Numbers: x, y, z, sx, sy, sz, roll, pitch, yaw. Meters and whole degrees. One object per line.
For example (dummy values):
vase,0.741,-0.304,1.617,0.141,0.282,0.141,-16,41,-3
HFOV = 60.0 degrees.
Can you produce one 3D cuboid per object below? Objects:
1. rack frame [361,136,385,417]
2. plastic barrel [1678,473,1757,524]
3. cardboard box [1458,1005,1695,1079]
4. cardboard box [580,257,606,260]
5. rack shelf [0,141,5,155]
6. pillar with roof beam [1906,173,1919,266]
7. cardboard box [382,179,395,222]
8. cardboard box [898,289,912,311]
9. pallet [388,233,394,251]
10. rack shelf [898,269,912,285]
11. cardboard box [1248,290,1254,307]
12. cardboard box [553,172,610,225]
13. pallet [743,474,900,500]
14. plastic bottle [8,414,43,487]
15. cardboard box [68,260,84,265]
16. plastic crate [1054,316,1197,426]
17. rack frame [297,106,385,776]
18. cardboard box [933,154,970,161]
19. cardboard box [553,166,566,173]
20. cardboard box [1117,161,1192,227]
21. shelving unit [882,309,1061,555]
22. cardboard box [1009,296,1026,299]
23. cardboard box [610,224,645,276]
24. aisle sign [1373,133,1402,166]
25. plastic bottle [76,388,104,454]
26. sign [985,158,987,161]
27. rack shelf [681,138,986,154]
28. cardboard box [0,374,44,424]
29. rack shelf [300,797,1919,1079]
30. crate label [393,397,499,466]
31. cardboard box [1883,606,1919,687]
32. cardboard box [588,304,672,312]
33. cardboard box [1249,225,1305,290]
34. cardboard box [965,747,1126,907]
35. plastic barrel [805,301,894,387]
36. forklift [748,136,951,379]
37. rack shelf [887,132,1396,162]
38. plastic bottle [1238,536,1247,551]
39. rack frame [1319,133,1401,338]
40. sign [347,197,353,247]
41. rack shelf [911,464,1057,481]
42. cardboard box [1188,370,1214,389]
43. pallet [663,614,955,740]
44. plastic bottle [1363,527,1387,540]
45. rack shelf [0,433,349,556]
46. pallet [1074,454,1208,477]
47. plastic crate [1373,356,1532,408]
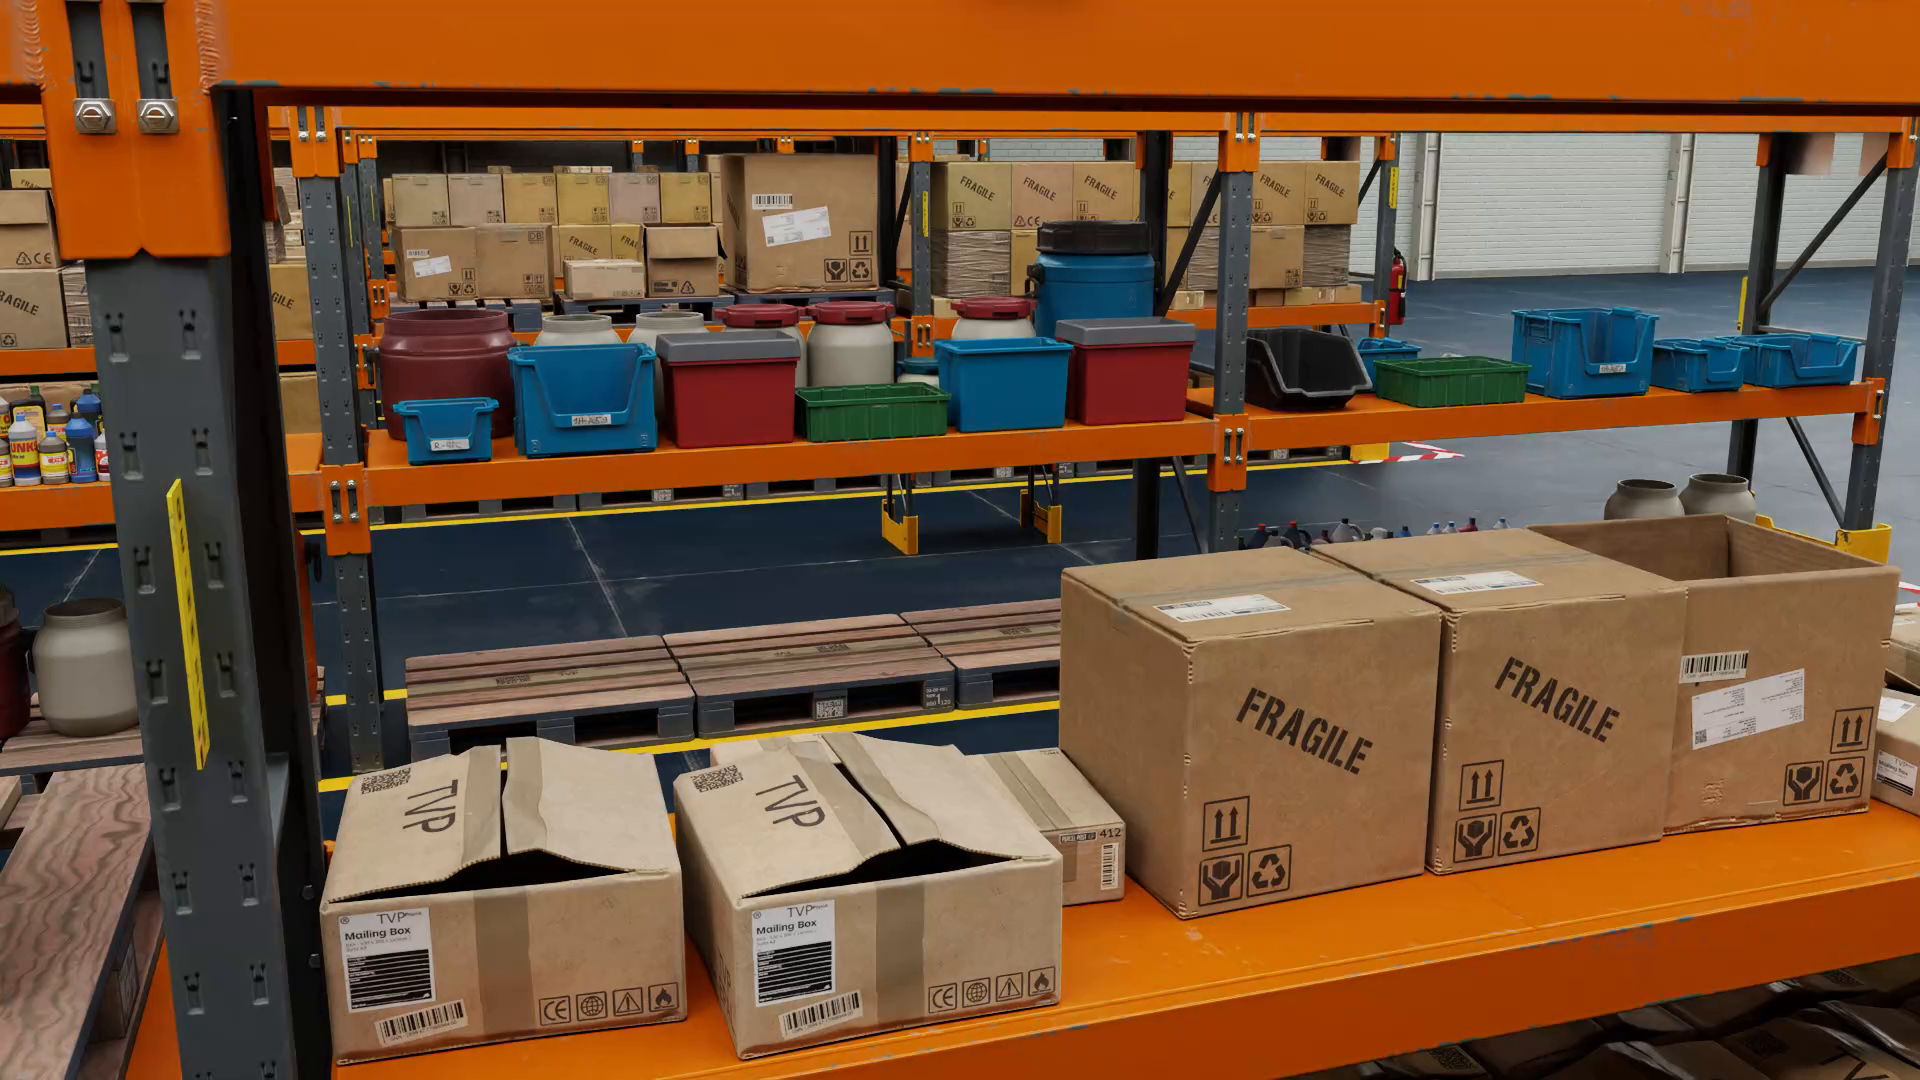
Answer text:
rack frame,-5.714,-2.764,16.282,0.127,3.000,1.000,-4,14,-18
plastic barrel,4.335,-0.102,9.558,0.421,0.512,0.421,0,13,0
cardboard box,1.282,1.119,3.777,0.500,0.311,0.500,-5,14,-20
cardboard box,-2.733,-1.990,12.411,0.258,0.266,0.396,-5,14,-20
rack shelf,-13.075,-4.509,18.690,4.000,0.370,1.077,-4,14,-18
pillar with roof beam,21.780,-9.413,31.271,0.400,9.000,9.100,-4,14,-18
cardboard box,-6.888,-4.223,20.647,0.500,0.500,0.500,-5,14,-20
cardboard box,-0.327,-1.922,13.286,0.250,0.149,0.380,-4,14,-18
pallet,-6.747,-3.825,21.157,1.003,0.211,1.213,-4,14,-18
rack shelf,-0.027,-2.857,18.227,4.000,0.370,1.077,-4,14,-18
cardboard box,2.201,-1.998,13.605,0.250,0.149,0.380,-4,14,-18
cardboard box,-3.836,-3.444,16.763,0.500,0.500,0.700,-5,14,-19
pallet,-1.174,-0.550,12.998,1.213,0.211,1.003,-4,14,-18
plastic bottle,-3.598,-0.346,6.395,0.097,0.271,0.097,0,13,0
cardboard box,-6.222,-1.628,11.288,0.500,0.500,0.500,-4,14,-18
plastic crate,0.782,-0.806,7.912,0.583,0.464,0.402,-4,14,-18
rack frame,-2.648,-0.583,7.111,0.127,3.000,1.000,-4,14,-18
cardboard box,-0.221,-5.027,22.776,0.500,0.500,0.700,-5,14,-19
cardboard box,-5.152,-4.791,21.635,0.250,0.149,0.380,-4,14,-15
cardboard box,1.489,-2.735,13.139,0.500,0.500,0.500,-4,14,-18
shelving unit,0.072,-0.735,10.993,1.083,1.500,0.587,-4,14,-18
cardboard box,0.332,-1.832,12.906,0.250,0.149,0.380,-4,14,-18
cardboard box,-3.290,-2.936,16.790,0.500,0.500,0.500,-4,14,-17
aisle sign,3.509,-3.463,13.602,0.004,0.787,0.394,-4,14,-18
plastic bottle,-3.699,-0.509,7.079,0.097,0.271,0.097,0,13,0
sign,0.352,-5.027,22.609,0.005,0.325,0.100,-4,14,-18
rack shelf,-1.702,-5.395,22.413,4.000,0.370,1.077,-4,14,-18
cardboard box,-6.572,-0.662,11.129,0.875,0.875,1.225,-5,14,-20
rack shelf,0.824,0.706,3.246,4.000,0.370,1.077,-4,14,-18
crate label,-2.129,-0.450,6.915,0.416,0.233,0.303,-4,14,-18
cardboard box,2.267,0.328,3.608,0.500,0.250,0.500,-4,14,-15
cardboard box,-3.398,-2.033,17.164,0.750,0.750,1.050,-4,14,-18
cardboard box,2.389,-2.355,13.703,0.500,0.500,0.875,-4,14,-18
cardboard box,0.119,0.520,3.019,0.250,0.149,0.380,-3,14,-14
plastic barrel,-0.529,-0.867,8.014,0.433,0.535,0.433,0,13,0
forklift,-1.352,-2.443,15.078,3.031,2.935,1.130,-4,14,-18
rack shelf,1.459,-3.221,13.275,4.000,0.370,1.077,-4,14,-18
plastic bottle,1.494,0.122,9.069,0.133,0.283,0.061,-4,14,-15
rack frame,3.355,-2.259,14.160,0.127,3.000,1.000,-4,14,-18
sign,-4.047,-2.111,11.033,0.005,0.325,0.100,-4,14,-18
rack shelf,0.081,-0.561,11.037,1.000,0.185,0.538,-4,14,-18
cardboard box,2.202,-1.154,14.005,0.500,0.500,0.500,-1,13,-3
pallet,-0.747,0.636,8.013,1.213,0.211,1.003,-4,14,-18
plastic bottle,2.305,0.073,9.288,0.135,0.276,0.152,-4,14,-17
rack shelf,-4.544,-0.085,6.573,4.000,0.370,1.077,-4,14,-18
pallet,1.347,-0.756,13.865,1.213,0.211,1.003,-4,14,-18
plastic crate,2.520,-0.813,8.537,0.662,0.188,0.450,-4,14,-18
